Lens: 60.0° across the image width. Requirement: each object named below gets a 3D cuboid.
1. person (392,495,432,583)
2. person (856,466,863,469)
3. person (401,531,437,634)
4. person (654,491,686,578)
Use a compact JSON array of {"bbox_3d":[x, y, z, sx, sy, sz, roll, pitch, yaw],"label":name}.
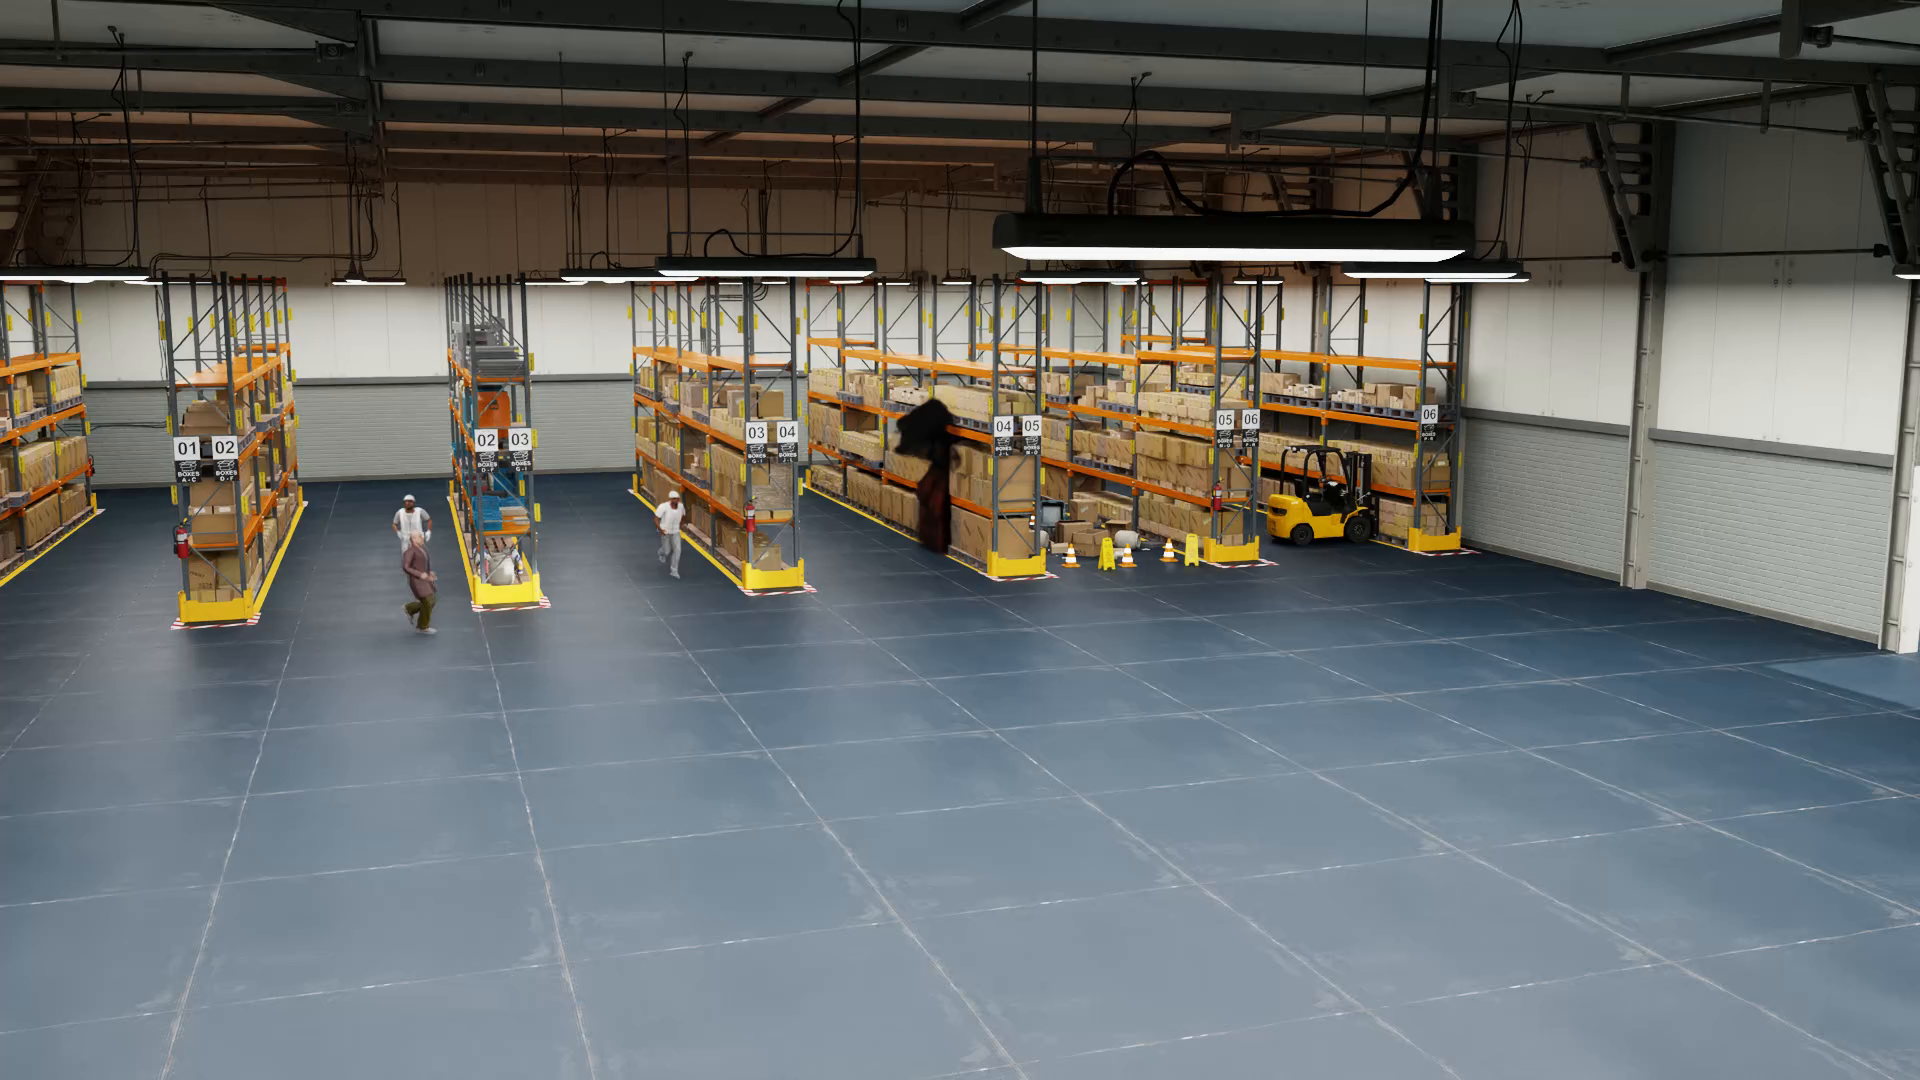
[{"bbox_3d":[-10.680,-0.020,32.428,0.731,1.734,0.618,-2,9,-13],"label":"person"},{"bbox_3d":[-2.949,-2.554,49.367,0.817,1.771,0.708,7,11,39],"label":"person"},{"bbox_3d":[-9.065,0.707,27.734,0.643,1.738,0.712,1,9,4],"label":"person"},{"bbox_3d":[-5.828,-0.136,33.409,0.703,1.750,0.963,-5,10,-30],"label":"person"}]
